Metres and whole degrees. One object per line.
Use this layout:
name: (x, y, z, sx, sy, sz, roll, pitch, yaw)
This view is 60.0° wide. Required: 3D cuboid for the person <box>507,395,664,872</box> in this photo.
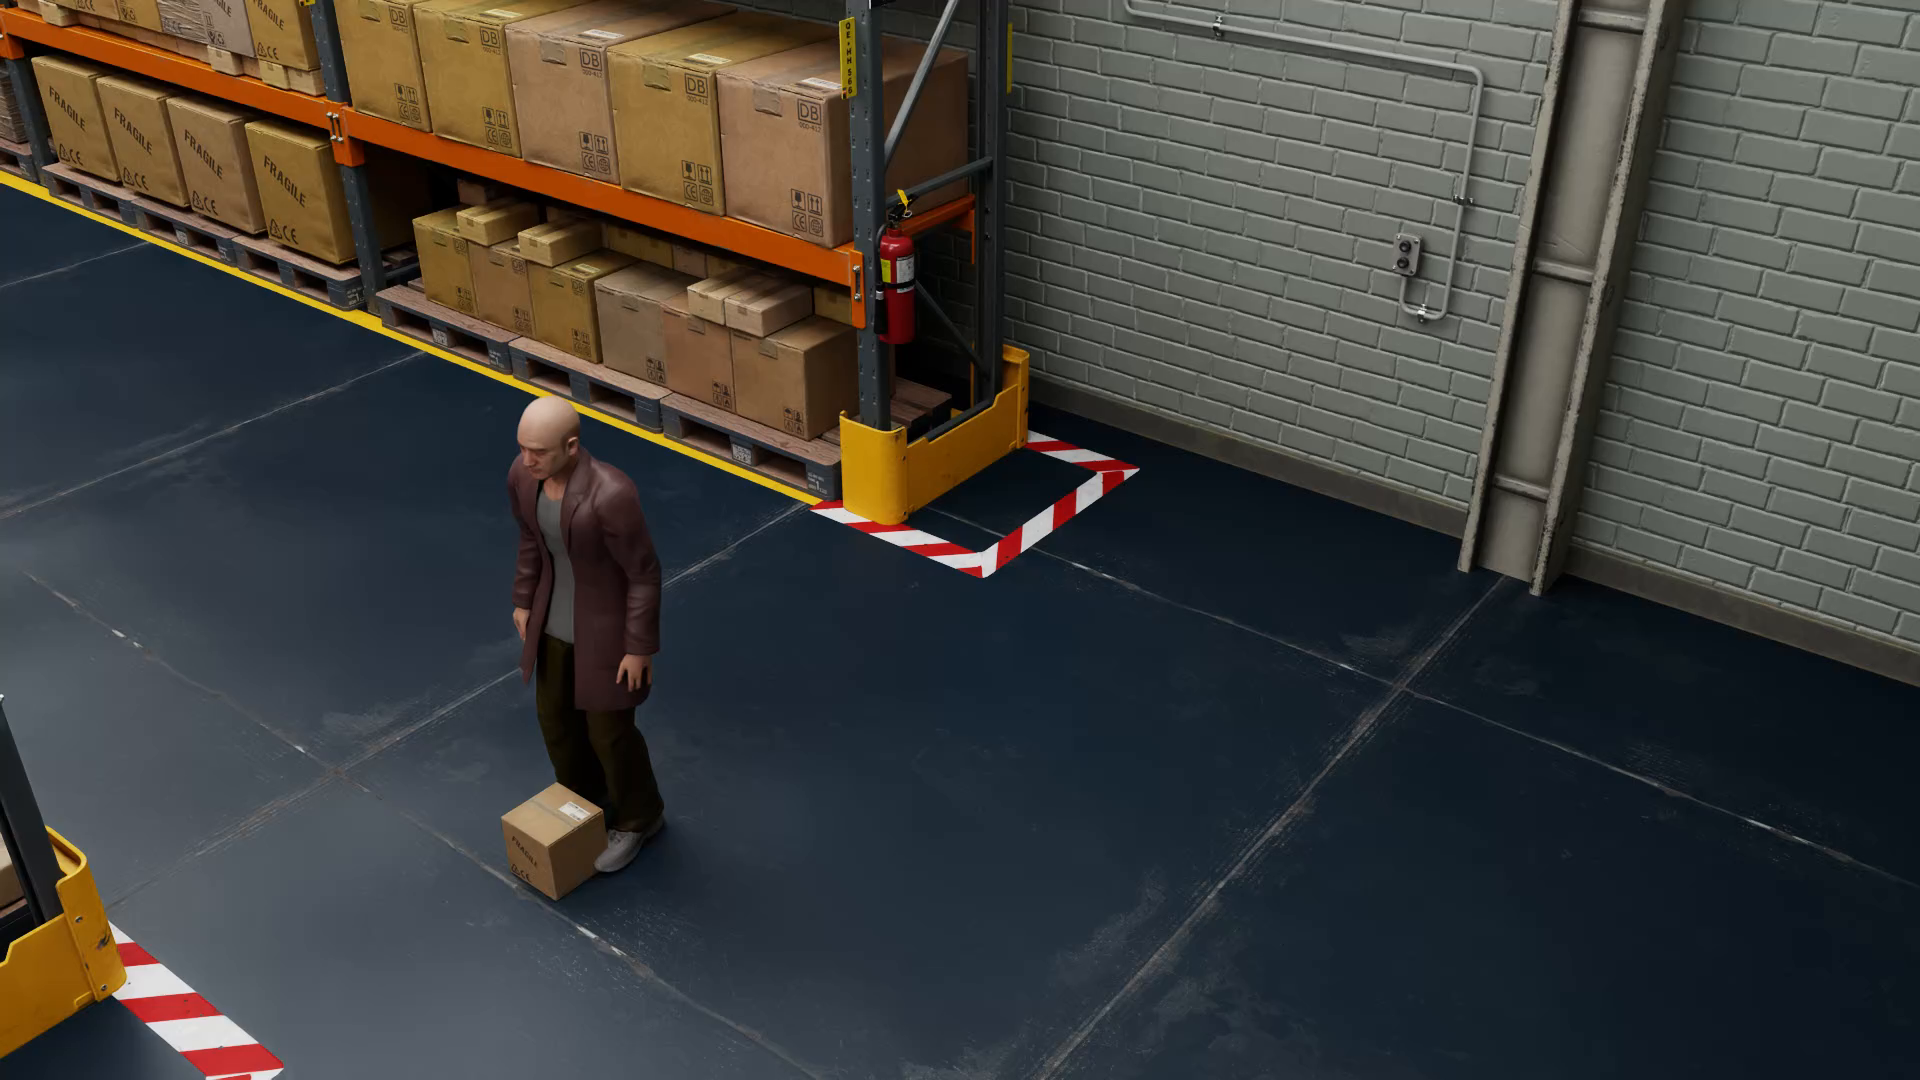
person: (-1.274, 0.378, 5.685, 0.642, 1.590, 0.428, 19, 36, 29)
